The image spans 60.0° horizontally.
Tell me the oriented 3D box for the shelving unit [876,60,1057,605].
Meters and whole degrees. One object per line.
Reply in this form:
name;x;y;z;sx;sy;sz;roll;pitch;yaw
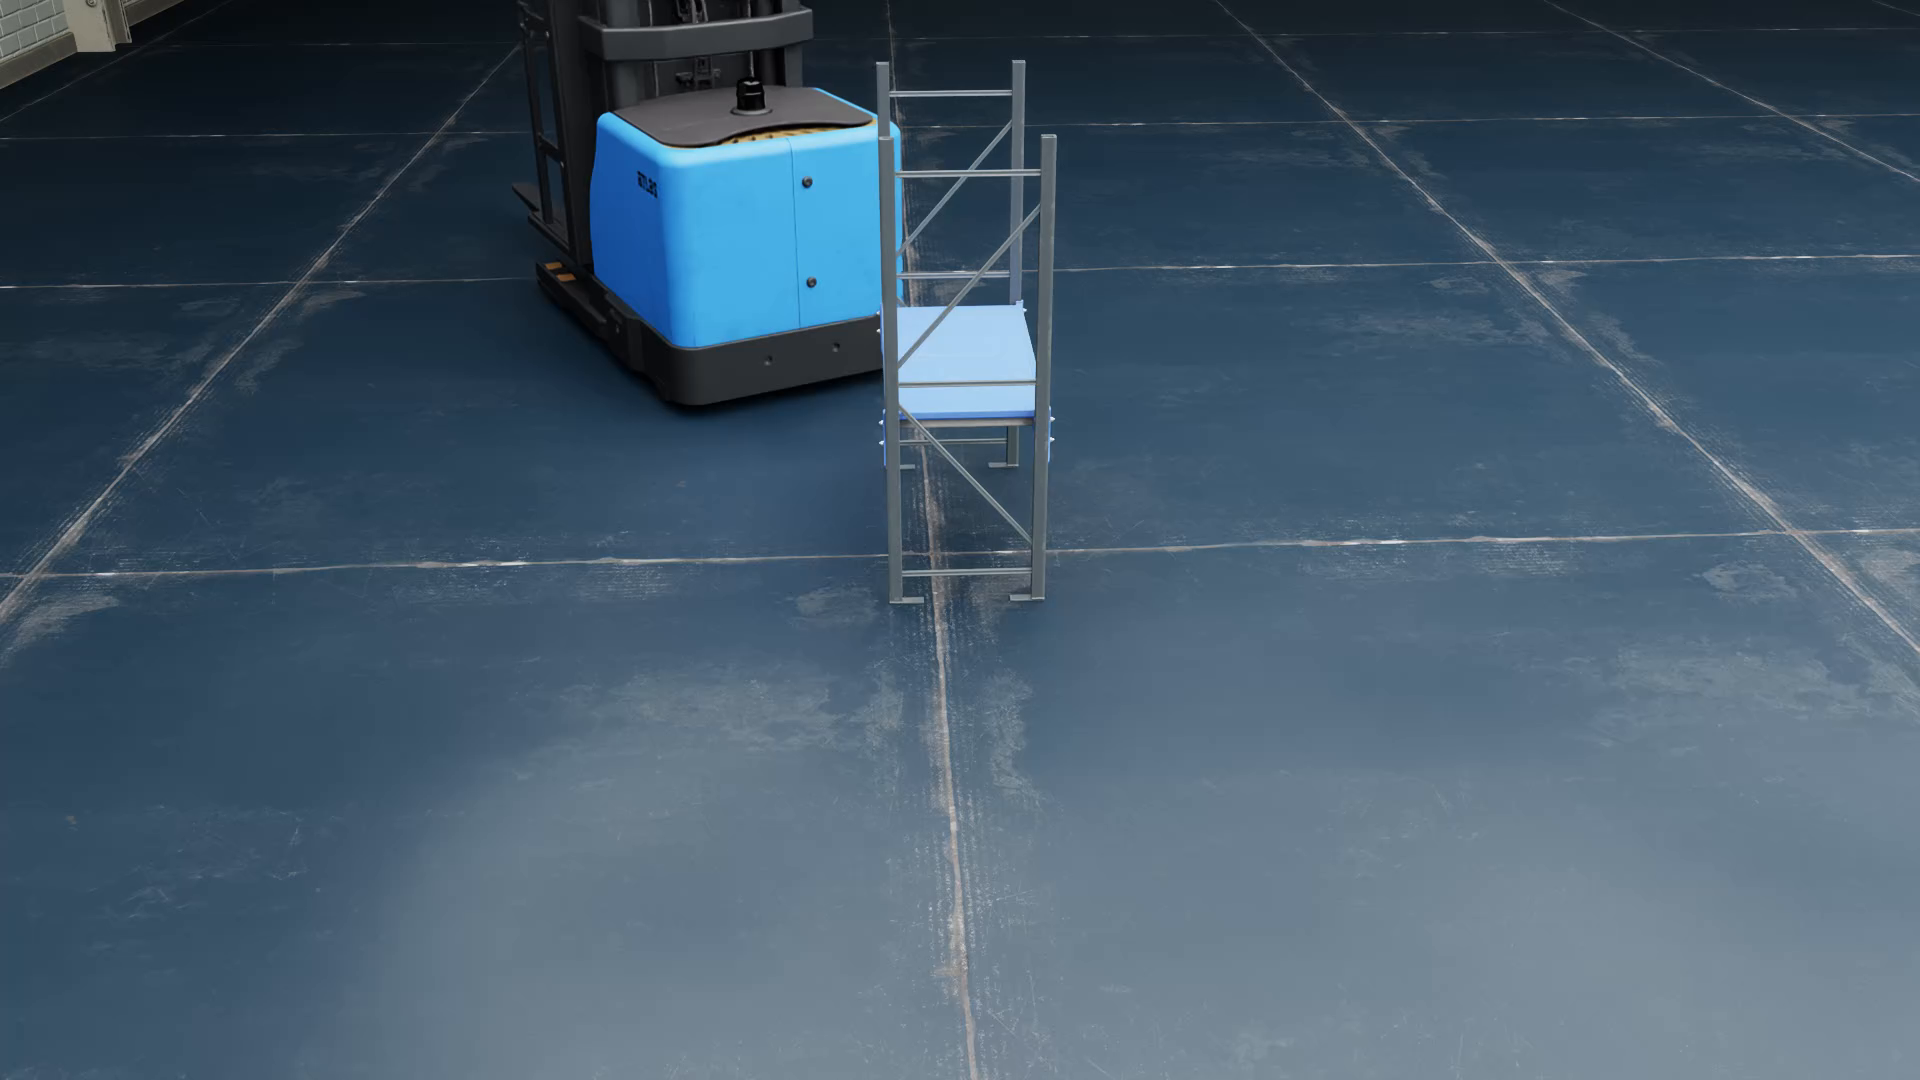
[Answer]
shelving unit;-0.004;-0.704;5.479;0.538;1.500;1.048;-1;28;-3

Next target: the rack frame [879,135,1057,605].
rack frame;0.022;-0.470;5.029;0.500;1.500;0.032;-1;28;-3

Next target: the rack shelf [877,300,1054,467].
rack shelf;-0.004;-0.545;5.562;0.538;0.185;1.000;-1;28;-3

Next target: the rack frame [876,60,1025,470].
rack frame;-0.031;-0.939;5.929;0.500;1.500;0.032;-1;28;-3

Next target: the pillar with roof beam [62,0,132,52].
pillar with roof beam;-2.573;-8.051;11.455;9.100;9.000;0.400;-1;28;-3

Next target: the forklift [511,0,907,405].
forklift;-1.379;-2.482;7.340;1.130;2.935;3.031;-14;31;-26
